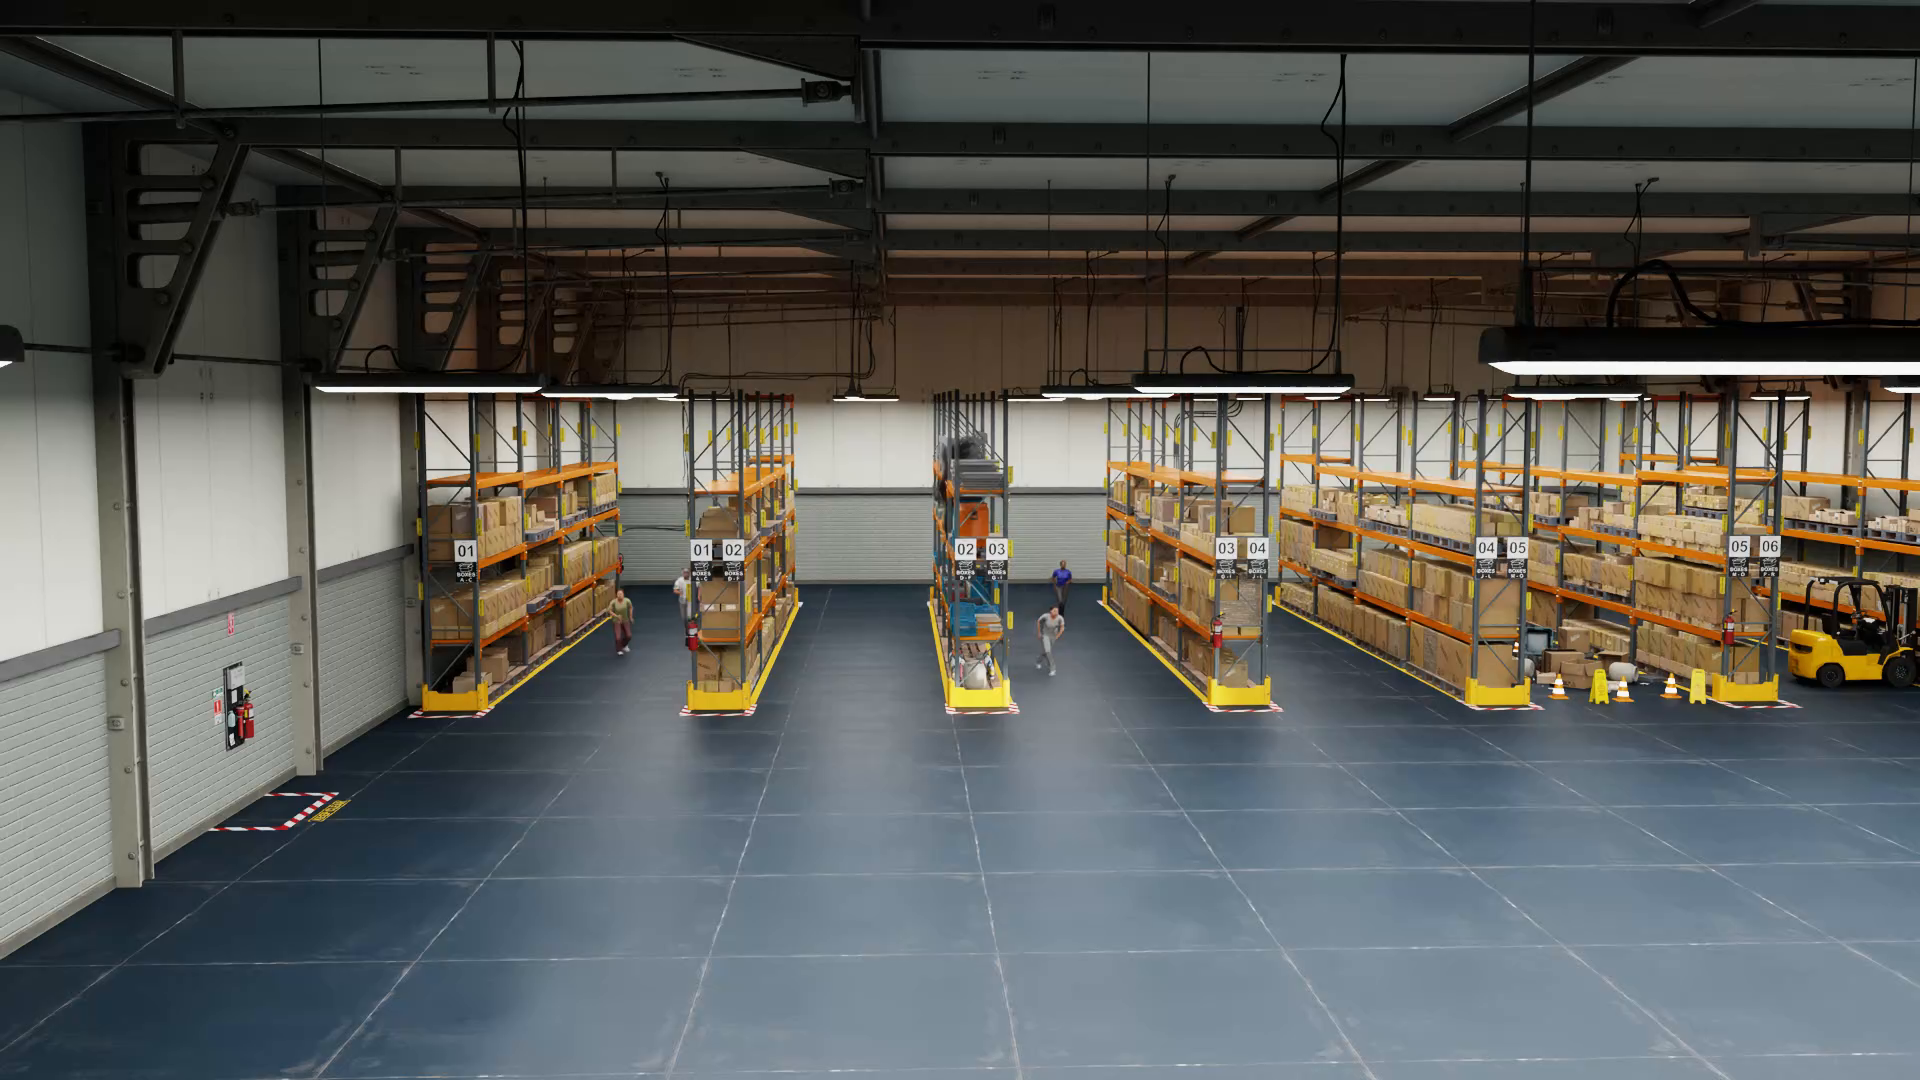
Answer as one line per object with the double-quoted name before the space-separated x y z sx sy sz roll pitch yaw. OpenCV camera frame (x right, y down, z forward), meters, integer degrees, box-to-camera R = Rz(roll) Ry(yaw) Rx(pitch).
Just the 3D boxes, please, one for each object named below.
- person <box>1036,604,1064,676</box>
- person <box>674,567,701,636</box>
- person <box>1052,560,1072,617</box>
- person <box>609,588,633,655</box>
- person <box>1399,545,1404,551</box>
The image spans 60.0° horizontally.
"person" 1.889 2.090 35.522 0.556 1.534 1.024 -1 5 -15
"person" -6.648 1.551 40.482 0.616 1.839 0.855 0 5 4
"person" 2.691 1.405 43.754 0.474 1.567 0.804 -1 5 -11
"person" -7.718 1.864 37.860 0.572 1.560 0.707 -2 5 -22
"person" 13.313 0.761 50.390 0.873 1.673 0.620 -1 5 -16
